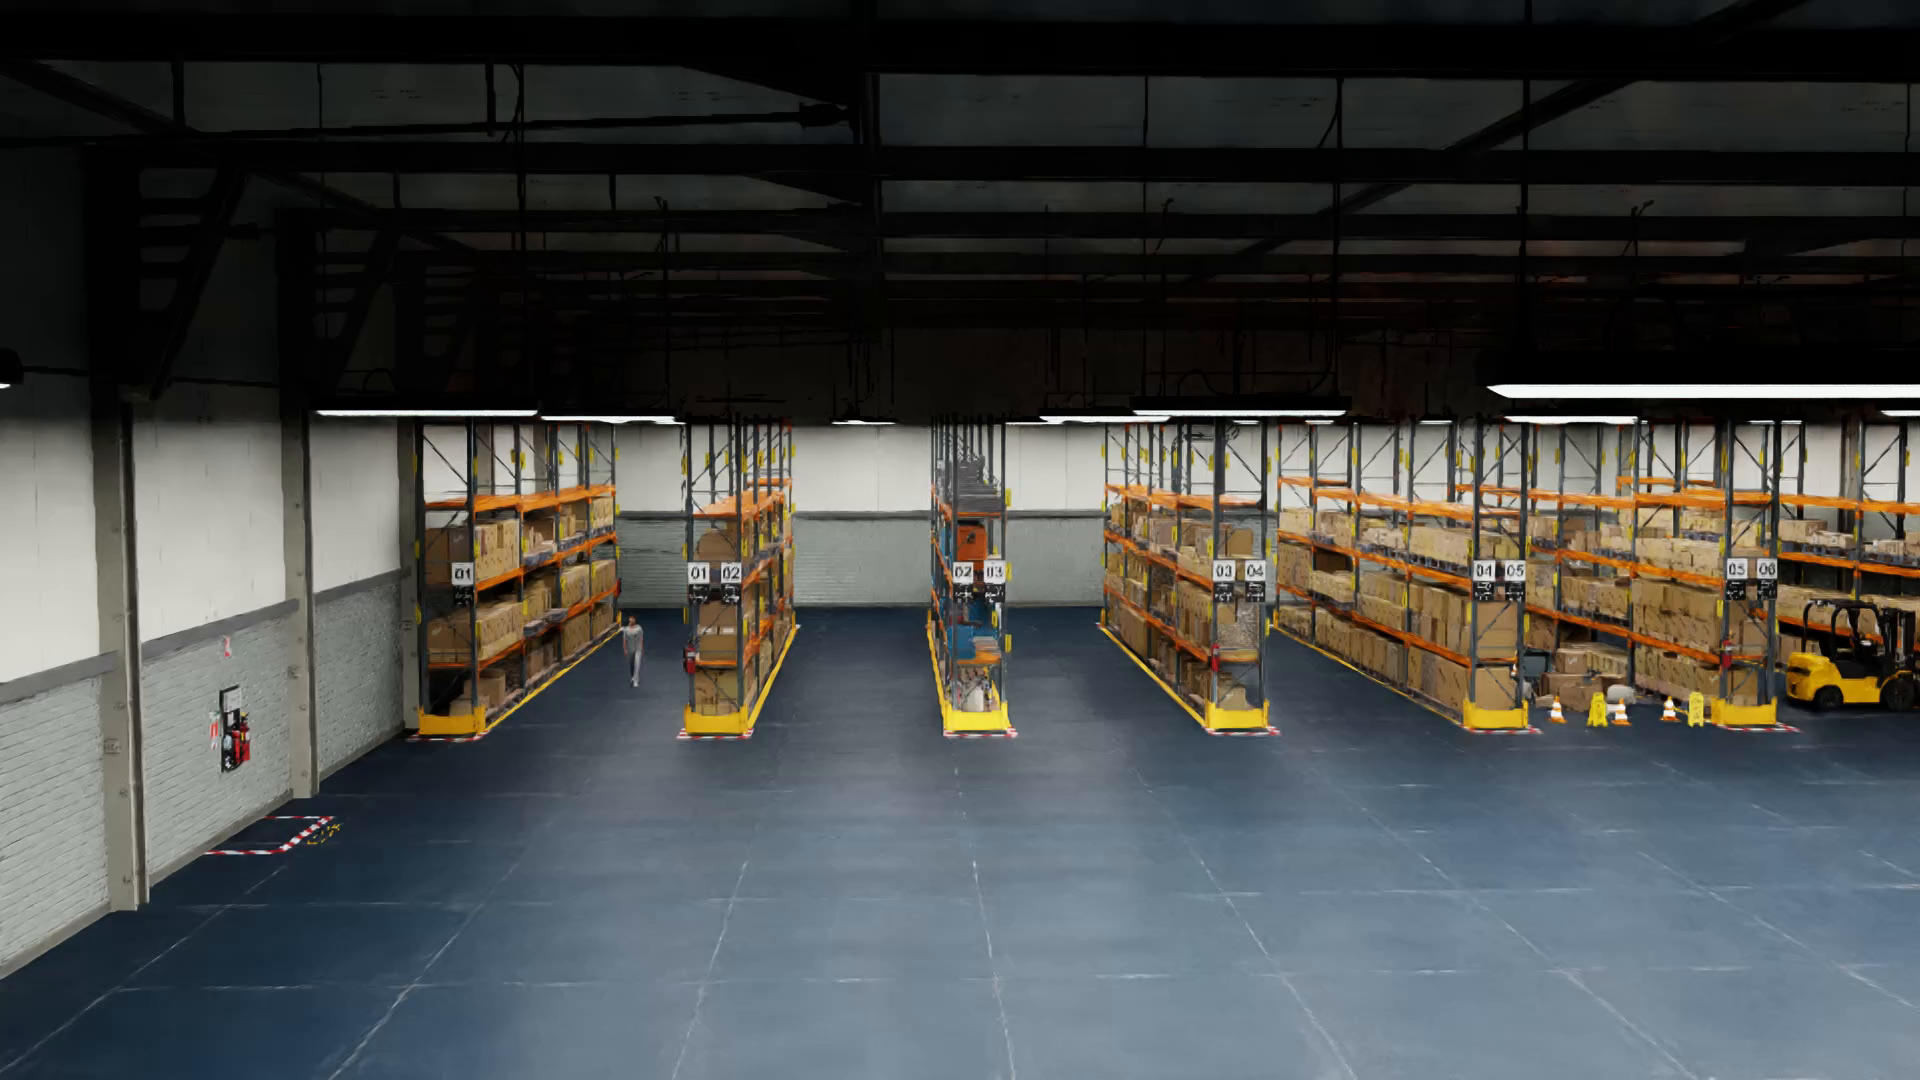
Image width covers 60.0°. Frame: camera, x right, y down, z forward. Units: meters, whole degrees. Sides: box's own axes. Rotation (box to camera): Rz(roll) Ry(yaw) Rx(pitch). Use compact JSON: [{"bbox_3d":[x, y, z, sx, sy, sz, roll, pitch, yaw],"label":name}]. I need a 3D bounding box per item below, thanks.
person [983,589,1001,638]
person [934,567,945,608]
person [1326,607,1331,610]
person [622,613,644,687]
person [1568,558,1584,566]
[{"bbox_3d":[0.884,1.795,44.967,0.675,1.720,0.841,-1,4,-19],"label":"person"},{"bbox_3d":[-0.566,1.358,51.989,0.657,1.660,0.499,-4,5,-42],"label":"person"},{"bbox_3d":[11.270,1.415,50.413,0.595,1.772,0.572,3,5,34],"label":"person"},{"bbox_3d":[-7.234,2.410,36.761,0.446,1.590,1.110,0,4,0],"label":"person"},{"bbox_3d":[19.632,1.230,52.912,0.507,1.759,0.649,-3,5,-37],"label":"person"}]
